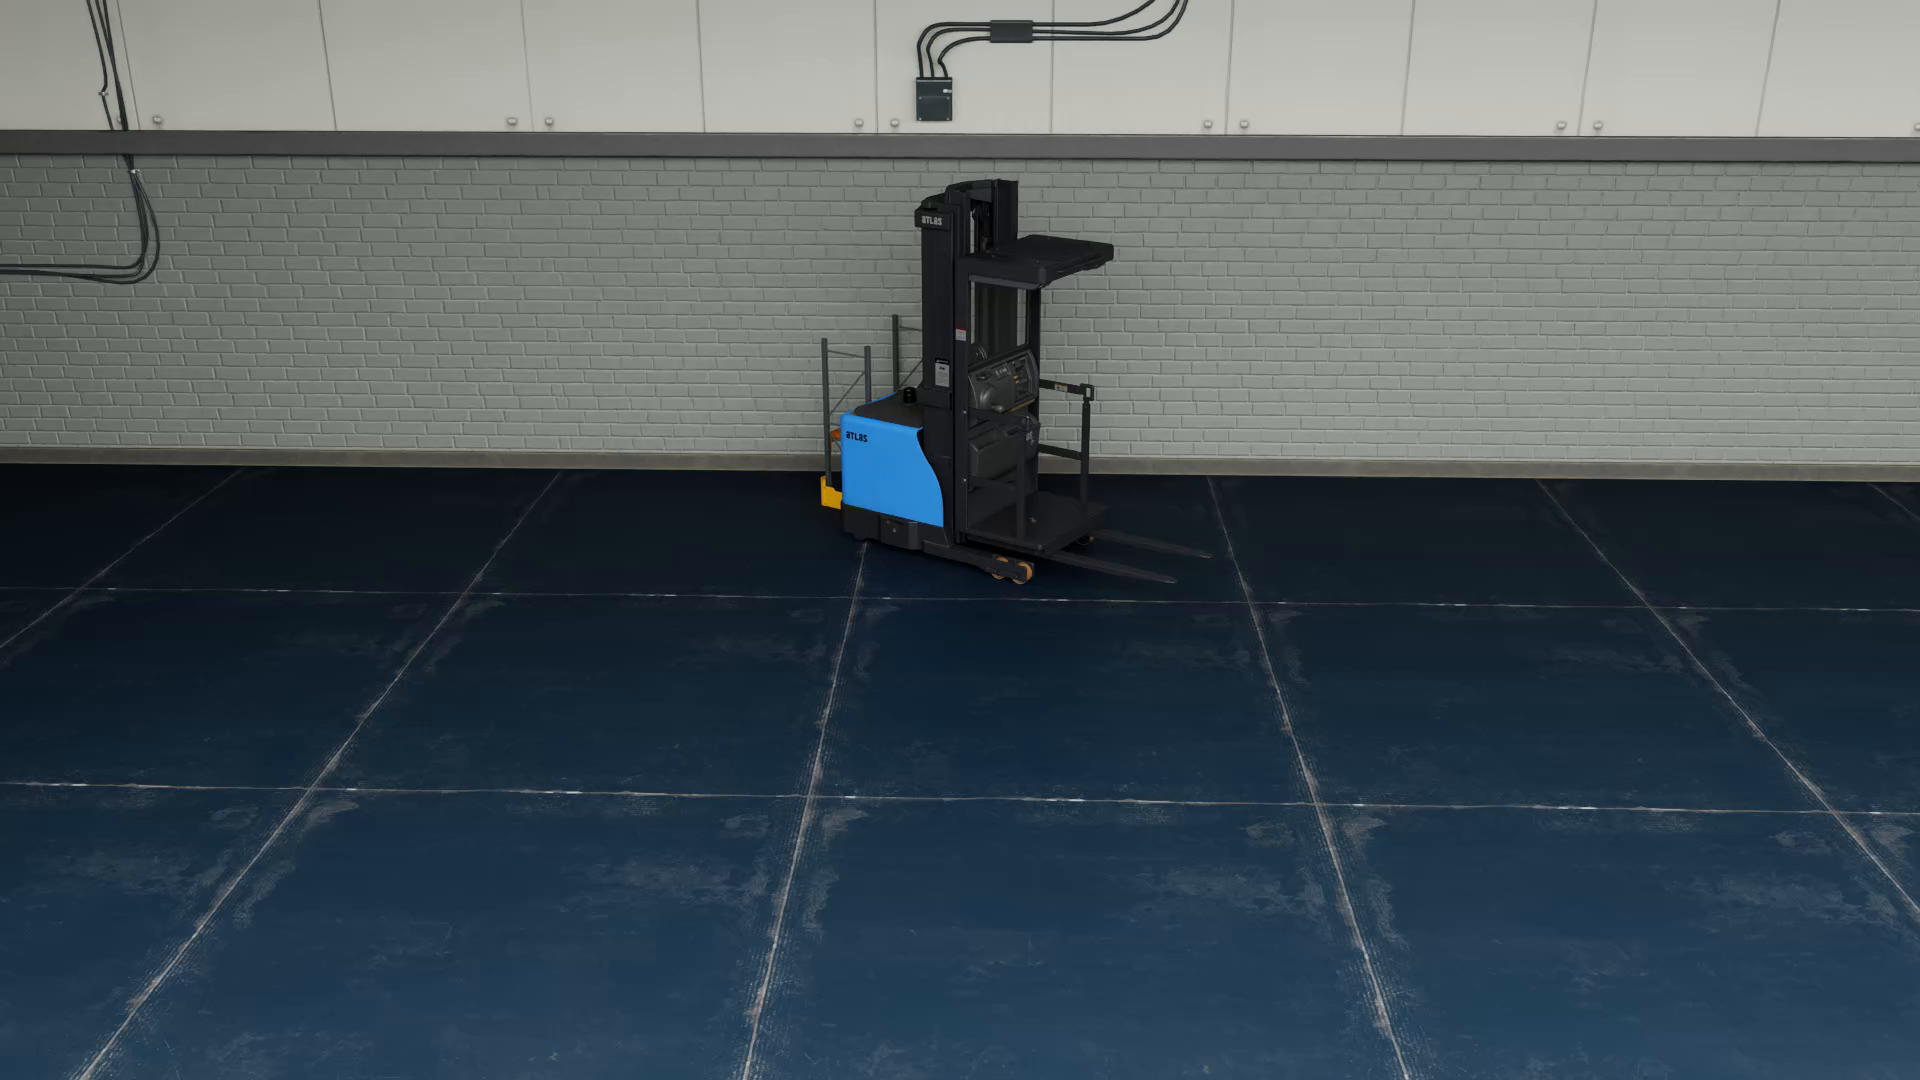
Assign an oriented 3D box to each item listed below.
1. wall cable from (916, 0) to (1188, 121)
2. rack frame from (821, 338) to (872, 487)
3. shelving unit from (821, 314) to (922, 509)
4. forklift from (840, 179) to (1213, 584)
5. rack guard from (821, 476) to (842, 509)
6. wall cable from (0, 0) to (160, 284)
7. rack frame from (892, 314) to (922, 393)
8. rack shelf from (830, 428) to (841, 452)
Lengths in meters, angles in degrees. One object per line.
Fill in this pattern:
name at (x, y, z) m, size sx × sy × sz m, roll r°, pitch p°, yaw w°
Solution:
wall cable at (0.780, -6.383, 13.132) m, size 2.305 × 6.003 × 0.169 m, roll 1°, pitch 21°, yaw 2°
rack frame at (-0.960, -0.962, 14.230) m, size 0.500 × 1.500 × 0.032 m, roll 14°, pitch 25°, yaw 31°
shelving unit at (-0.680, -1.112, 14.615) m, size 0.587 × 1.500 × 1.083 m, roll 14°, pitch 25°, yaw 31°
forklift at (0.519, -1.242, 12.972) m, size 3.031 × 2.935 × 1.130 m, roll 13°, pitch 25°, yaw 31°
rack guard at (-0.960, -0.380, 14.457) m, size 0.587 × 0.250 × 0.087 m, roll 14°, pitch 25°, yaw 31°
wall cable at (-8.708, -3.460, 14.592) m, size 3.097 × 2.526 × 0.112 m, roll 1°, pitch 21°, yaw 2°
rack frame at (-0.391, -1.267, 15.015) m, size 0.500 × 1.500 × 0.032 m, roll 14°, pitch 25°, yaw 31°
rack shelf at (-0.675, -0.947, 14.687) m, size 0.538 × 0.185 × 1.000 m, roll 14°, pitch 25°, yaw 31°
